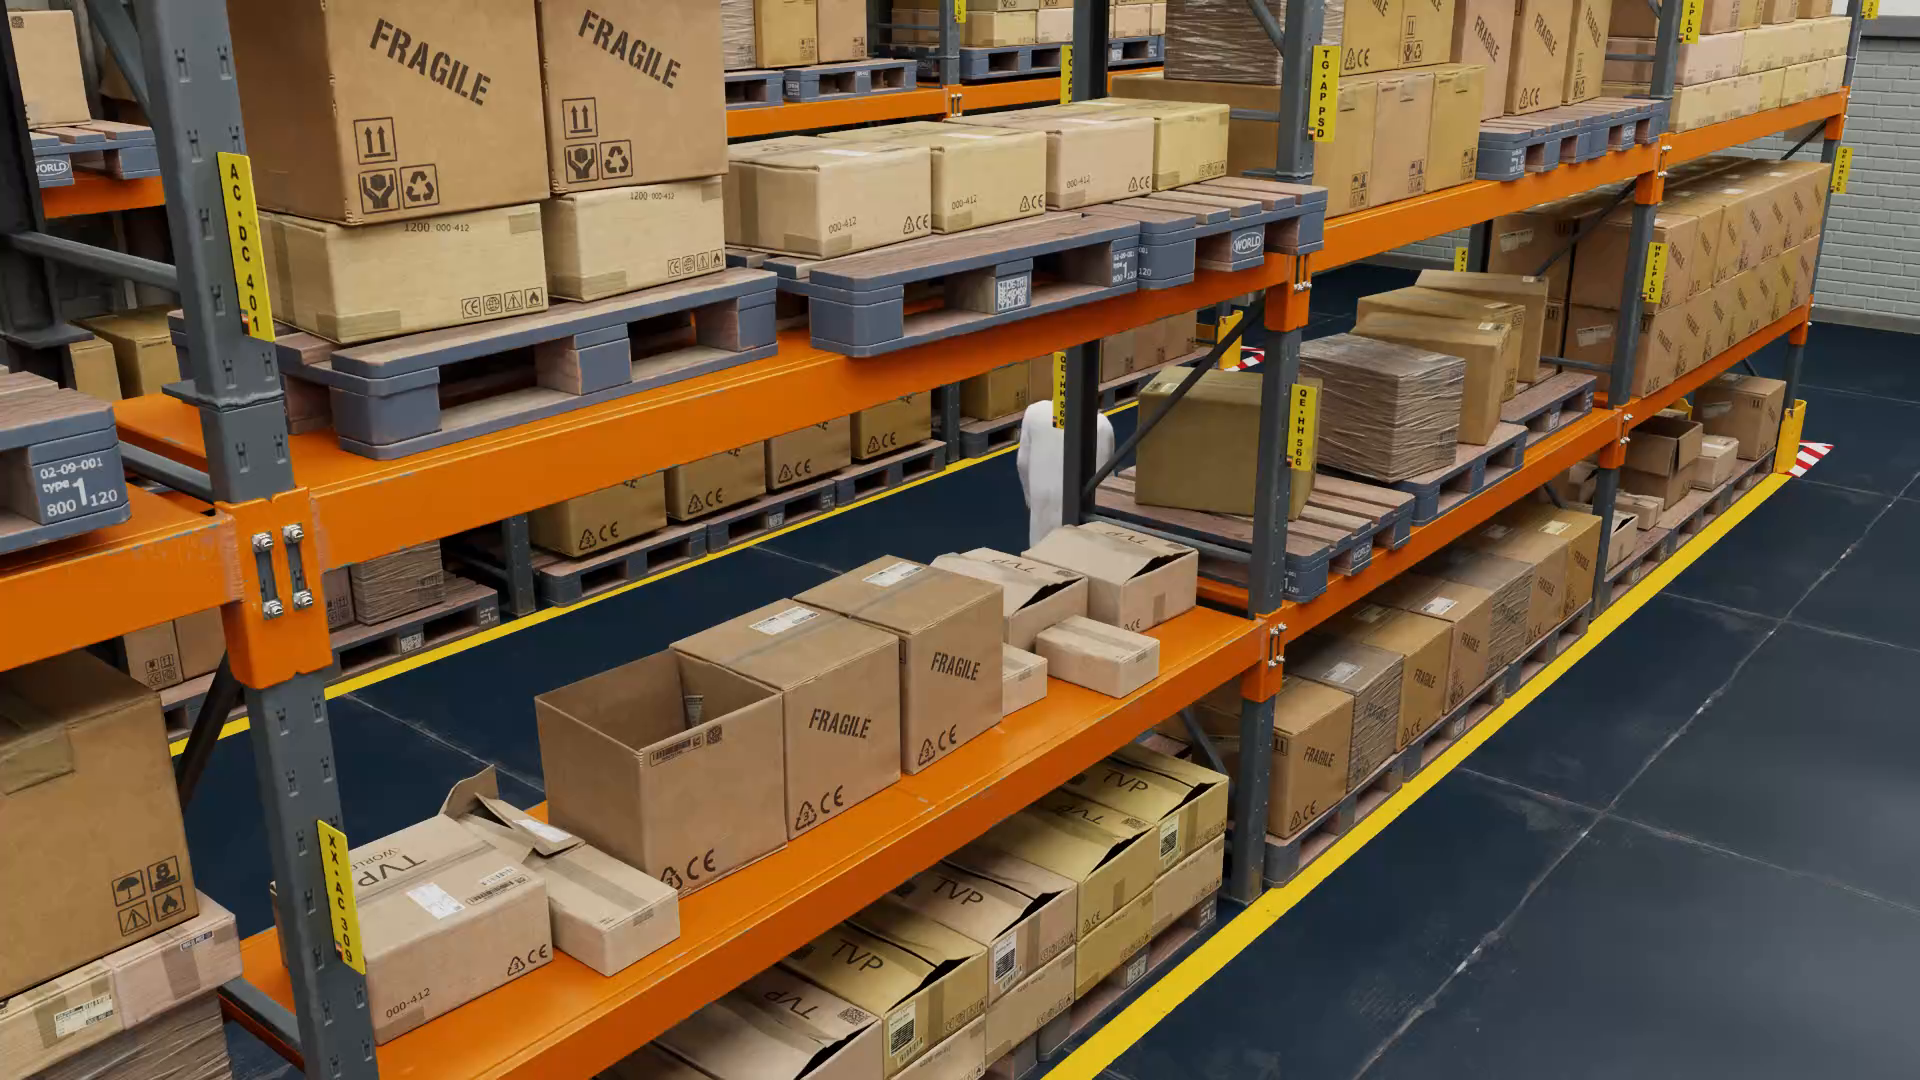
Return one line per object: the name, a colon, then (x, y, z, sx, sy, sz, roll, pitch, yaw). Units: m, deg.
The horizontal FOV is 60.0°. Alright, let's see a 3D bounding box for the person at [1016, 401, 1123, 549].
person: (0.589, -0.115, 8.910, 0.601, 1.776, 0.425, 15, 25, 35)
